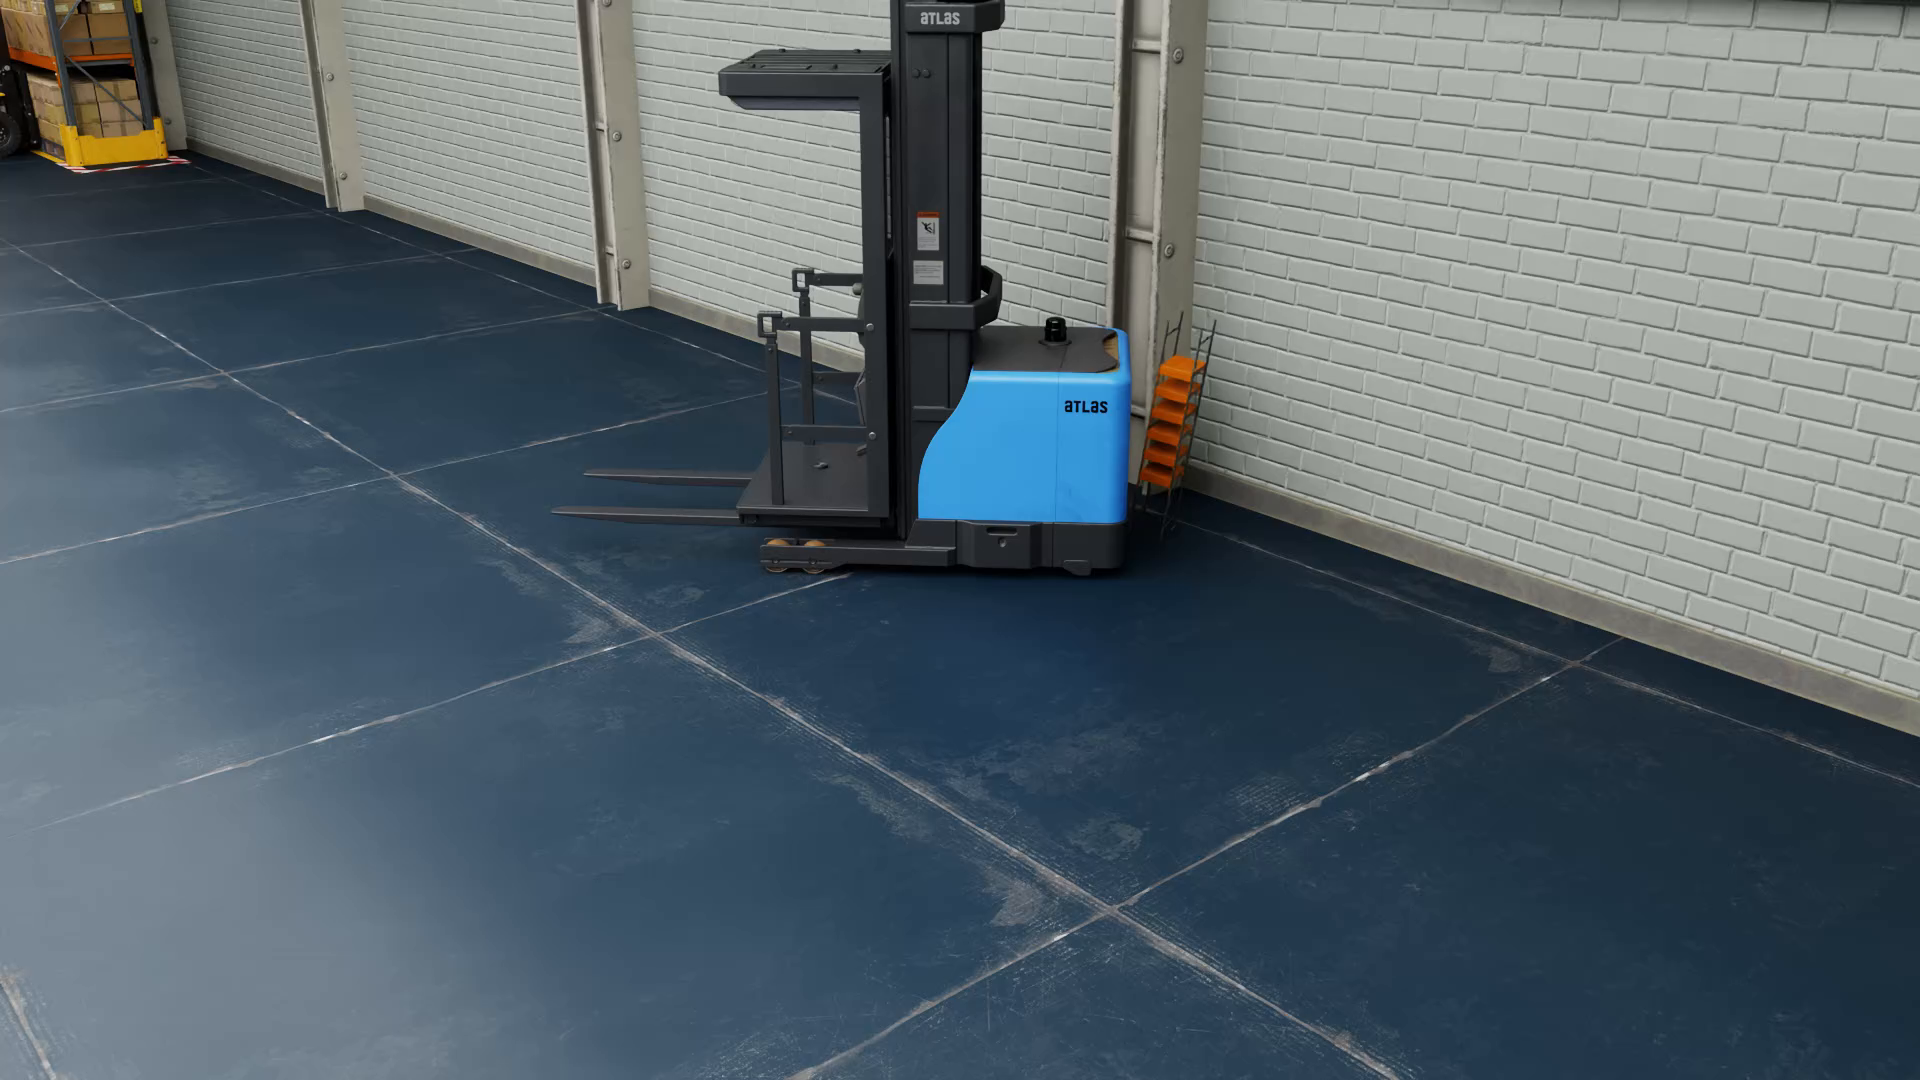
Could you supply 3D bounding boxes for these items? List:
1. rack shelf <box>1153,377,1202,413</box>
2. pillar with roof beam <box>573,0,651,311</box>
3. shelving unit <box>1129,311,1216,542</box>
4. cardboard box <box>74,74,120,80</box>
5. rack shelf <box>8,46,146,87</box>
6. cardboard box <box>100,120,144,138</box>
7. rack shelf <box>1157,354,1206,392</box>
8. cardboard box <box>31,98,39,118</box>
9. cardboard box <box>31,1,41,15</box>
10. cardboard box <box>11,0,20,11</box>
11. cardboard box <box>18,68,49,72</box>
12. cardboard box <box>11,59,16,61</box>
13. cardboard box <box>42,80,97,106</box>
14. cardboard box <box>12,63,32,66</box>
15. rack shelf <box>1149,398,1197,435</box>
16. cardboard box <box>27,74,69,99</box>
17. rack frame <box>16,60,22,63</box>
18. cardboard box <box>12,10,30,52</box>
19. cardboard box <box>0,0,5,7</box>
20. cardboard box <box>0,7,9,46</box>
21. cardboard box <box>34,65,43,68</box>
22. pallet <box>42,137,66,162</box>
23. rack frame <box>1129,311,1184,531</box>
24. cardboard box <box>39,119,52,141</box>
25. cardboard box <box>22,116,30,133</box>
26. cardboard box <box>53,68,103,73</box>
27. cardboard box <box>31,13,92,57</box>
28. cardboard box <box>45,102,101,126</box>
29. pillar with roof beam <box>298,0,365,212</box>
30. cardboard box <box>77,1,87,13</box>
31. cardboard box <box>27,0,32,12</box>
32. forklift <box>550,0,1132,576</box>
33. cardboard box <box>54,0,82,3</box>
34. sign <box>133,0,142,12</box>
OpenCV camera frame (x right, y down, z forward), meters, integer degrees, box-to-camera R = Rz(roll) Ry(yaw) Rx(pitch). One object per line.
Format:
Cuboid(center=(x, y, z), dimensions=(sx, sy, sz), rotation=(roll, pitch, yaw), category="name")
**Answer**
Cuboid(center=(1.148, -0.771, 8.754), dimensions=(0.180, 0.103, 0.258), rotation=(18, 27, 21), category="rack shelf")
Cuboid(center=(-6.100, -5.168, 9.839), dimensions=(9.100, 9.000, 0.400), rotation=(-17, 27, -37), category="pillar with roof beam")
Cuboid(center=(1.124, -0.596, 8.837), dimensions=(0.189, 1.200, 0.258), rotation=(18, 27, 21), category="shelving unit")
Cuboid(center=(-11.399, -6.004, 22.023), dimensions=(0.500, 0.250, 0.500), rotation=(-17, 27, -37), category="cardboard box")
Cuboid(center=(-12.205, -6.525, 22.518), dimensions=(1.077, 0.370, 4.000), rotation=(-17, 27, -37), category="rack shelf")
Cuboid(center=(-11.072, -5.405, 21.866), dimensions=(0.500, 0.250, 0.500), rotation=(-17, 27, -37), category="cardboard box")
Cuboid(center=(1.163, -0.879, 8.703), dimensions=(0.180, 0.103, 0.258), rotation=(18, 27, 21), category="rack shelf")
Cuboid(center=(-12.127, -5.795, 22.175), dimensions=(0.500, 0.250, 0.500), rotation=(-18, 28, -39), category="cardboard box")
Cuboid(center=(-11.528, -6.749, 21.076), dimensions=(0.380, 0.149, 0.250), rotation=(-17, 27, -37), category="cardboard box")
Cuboid(center=(-12.194, -7.034, 21.804), dimensions=(0.380, 0.149, 0.250), rotation=(-17, 27, -37), category="cardboard box")
Cuboid(center=(-12.773, -6.307, 22.797), dimensions=(0.500, 0.250, 0.500), rotation=(-16, 27, -36), category="cardboard box")
Cuboid(center=(-14.853, -7.068, 25.596), dimensions=(0.875, 0.625, 0.625), rotation=(-19, 28, -40), category="cardboard box")
Cuboid(center=(-11.437, -5.742, 21.354), dimensions=(0.500, 0.250, 0.500), rotation=(-16, 27, -36), category="cardboard box")
Cuboid(center=(-13.433, -6.585, 23.508), dimensions=(0.500, 0.250, 0.500), rotation=(-18, 28, -38), category="cardboard box")
Cuboid(center=(1.133, -0.664, 8.805), dimensions=(0.180, 0.103, 0.258), rotation=(18, 27, 21), category="rack shelf")
Cuboid(center=(-12.112, -6.018, 22.060), dimensions=(0.500, 0.250, 0.500), rotation=(-17, 27, -37), category="cardboard box")
Cuboid(center=(-13.511, -7.413, 23.797), dimensions=(1.000, 3.000, 0.127), rotation=(-17, 27, -37), category="rack frame")
Cuboid(center=(-12.087, -6.715, 21.878), dimensions=(0.500, 0.500, 0.500), rotation=(-18, 28, -38), category="cardboard box")
Cuboid(center=(-12.688, -7.250, 22.356), dimensions=(0.380, 0.149, 0.250), rotation=(-19, 28, -39), category="cardboard box")
Cuboid(center=(-12.735, -6.995, 22.594), dimensions=(0.500, 0.500, 0.500), rotation=(-18, 28, -38), category="cardboard box")
Cuboid(center=(-12.701, -6.567, 23.462), dimensions=(0.500, 0.250, 0.500), rotation=(-18, 28, -38), category="cardboard box")
Cuboid(center=(-11.431, -5.211, 21.998), dimensions=(1.003, 0.211, 1.213), rotation=(-17, 27, -37), category="pallet")
Cuboid(center=(1.042, -0.622, 8.869), dimensions=(0.006, 1.200, 0.240), rotation=(18, 27, 21), category="rack frame")
Cuboid(center=(-11.763, -5.417, 21.897), dimensions=(0.500, 0.250, 0.500), rotation=(-17, 27, -37), category="cardboard box")
Cuboid(center=(-12.439, -5.696, 22.608), dimensions=(0.500, 0.250, 0.500), rotation=(-16, 27, -36), category="cardboard box")
Cuboid(center=(-12.047, -6.288, 22.748), dimensions=(0.500, 0.250, 0.500), rotation=(-18, 28, -38), category="cardboard box")
Cuboid(center=(-11.420, -6.428, 21.145), dimensions=(0.500, 0.500, 0.500), rotation=(-18, 28, -39), category="cardboard box")
Cuboid(center=(-11.455, -5.516, 21.463), dimensions=(0.500, 0.250, 0.500), rotation=(-18, 28, -38), category="cardboard box")
Cuboid(center=(-10.017, -6.826, 14.072), dimensions=(9.100, 9.000, 0.400), rotation=(-17, 27, -37), category="pillar with roof beam")
Cuboid(center=(-11.134, -6.865, 21.372), dimensions=(0.380, 0.149, 0.250), rotation=(-17, 27, -37), category="cardboard box")
Cuboid(center=(-11.804, -6.906, 21.478), dimensions=(0.380, 0.149, 0.250), rotation=(-18, 27, -38), category="cardboard box")
Cuboid(center=(-0.623, -1.382, 8.494), dimensions=(3.031, 2.935, 1.130), rotation=(2, 21, 4), category="forklift")
Cuboid(center=(-11.293, -6.844, 20.910), dimensions=(0.380, 0.149, 0.250), rotation=(-17, 27, -37), category="cardboard box")
Cuboid(center=(-10.476, -6.878, 21.137), dimensions=(0.100, 0.325, 0.005), rotation=(-17, 27, -37), category="sign")
